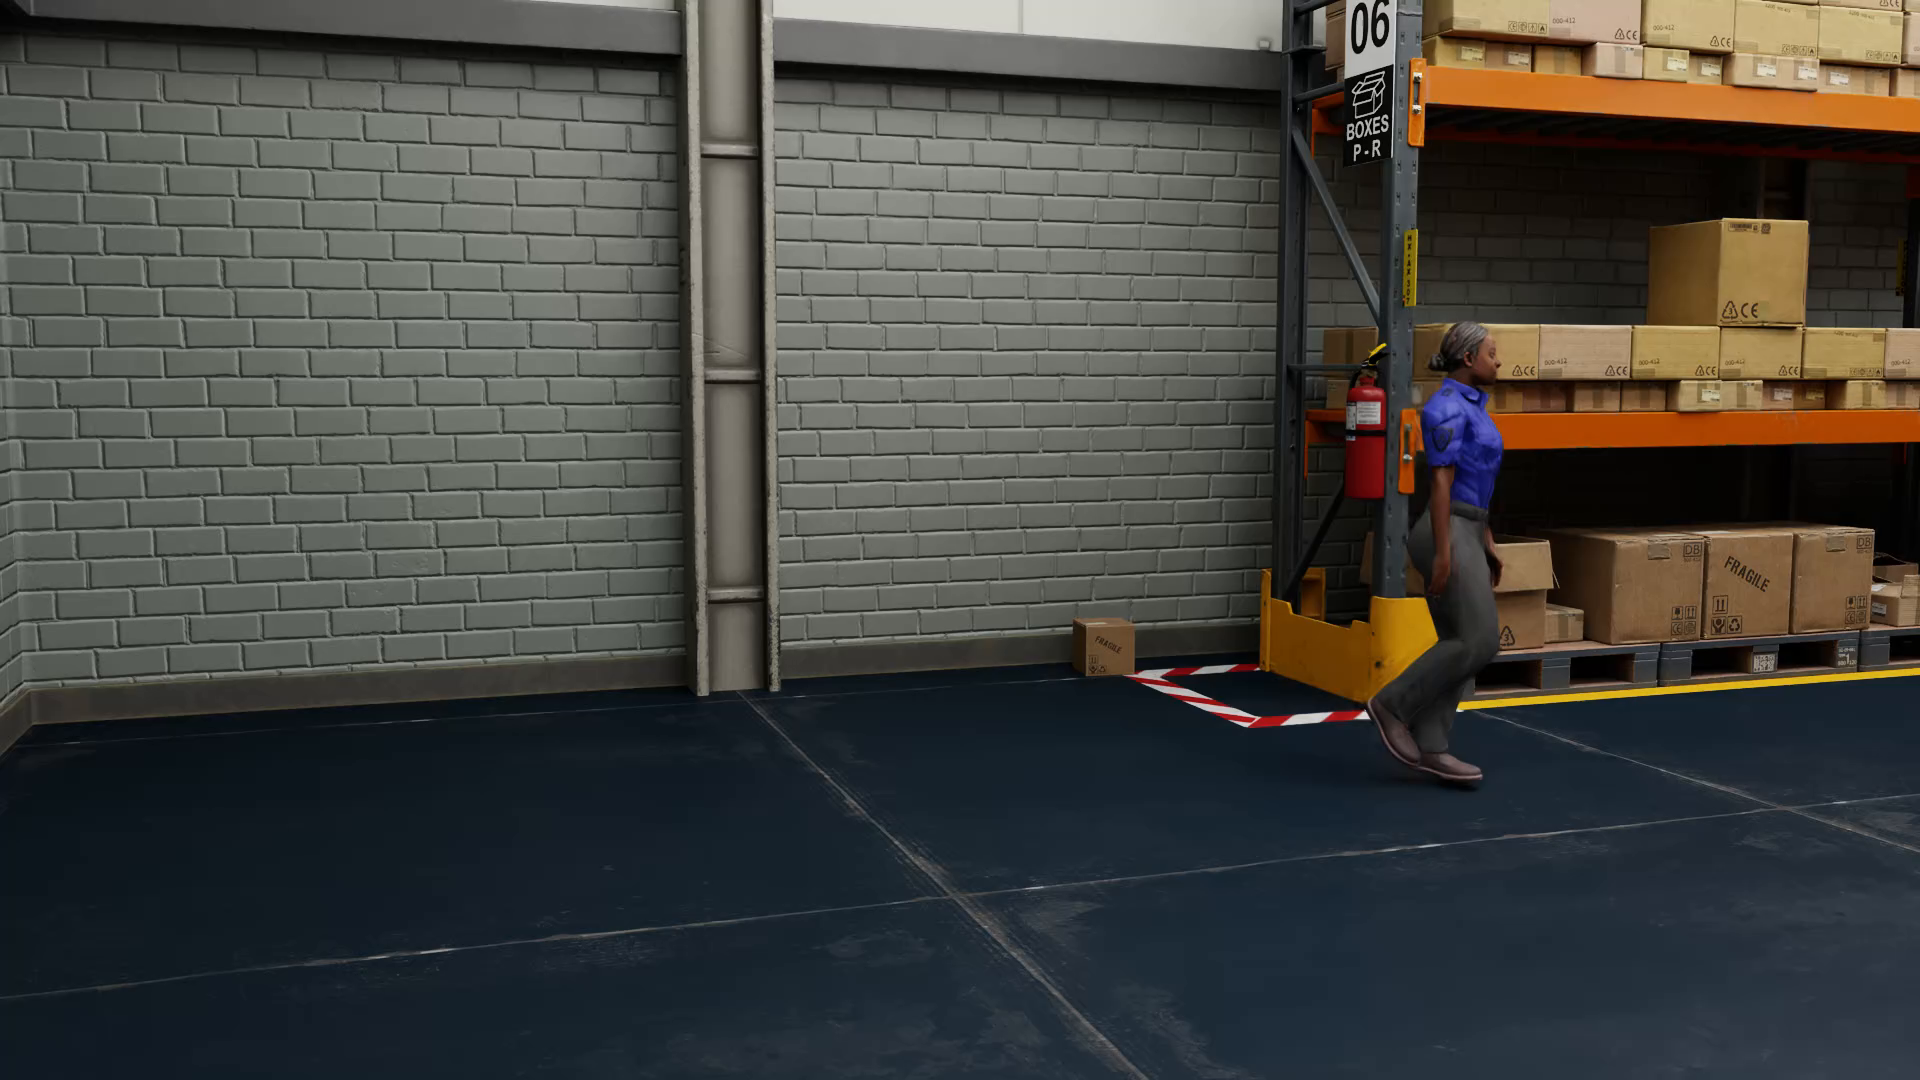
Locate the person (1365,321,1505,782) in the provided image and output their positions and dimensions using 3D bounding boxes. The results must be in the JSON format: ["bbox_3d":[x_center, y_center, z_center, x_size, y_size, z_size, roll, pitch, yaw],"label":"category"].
[{"bbox_3d":[1.765,0.033,6.050,0.477,1.649,0.502,3,7,28],"label":"person"}]
